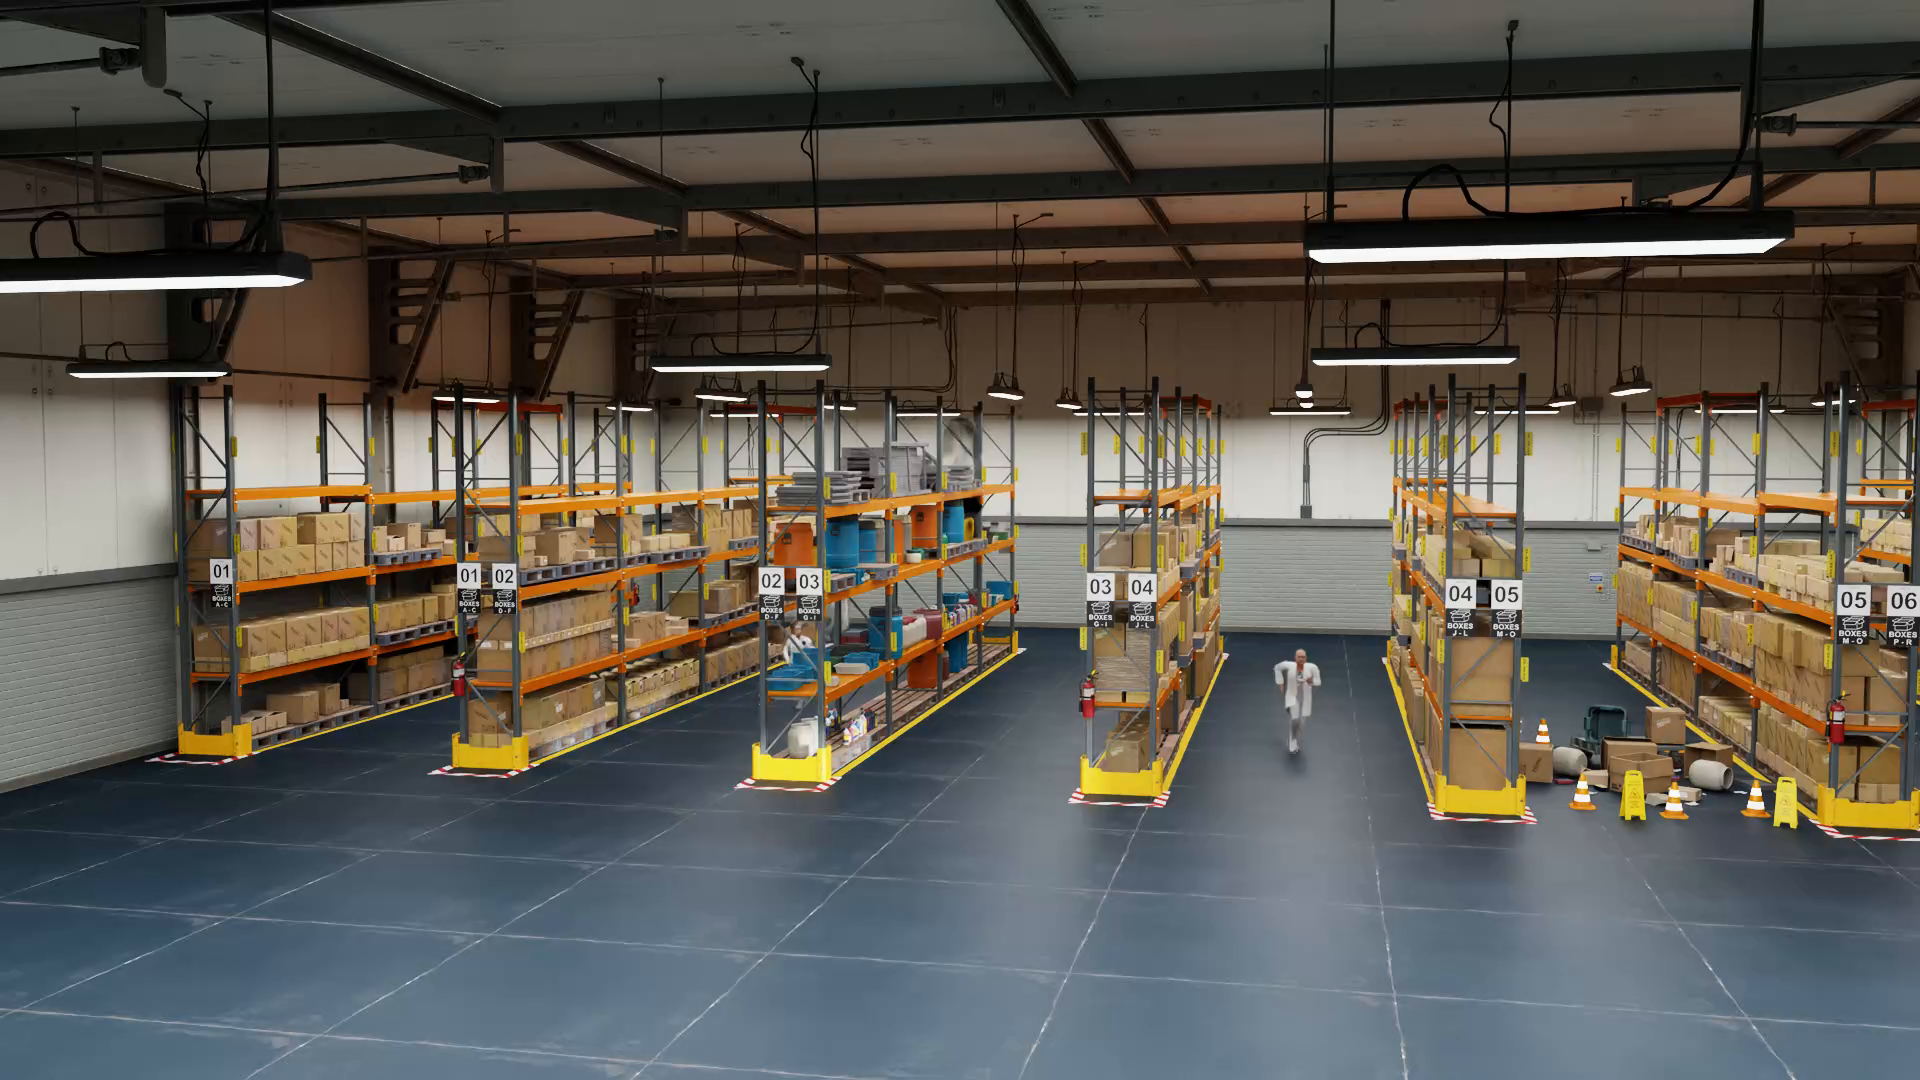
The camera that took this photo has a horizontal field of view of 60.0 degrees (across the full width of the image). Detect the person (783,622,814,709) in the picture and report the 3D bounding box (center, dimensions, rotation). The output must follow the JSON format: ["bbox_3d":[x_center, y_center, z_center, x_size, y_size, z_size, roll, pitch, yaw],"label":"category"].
[{"bbox_3d":[-3.098,2.395,31.905,0.628,1.657,0.532,0,3,6],"label":"person"}]

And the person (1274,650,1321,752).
[{"bbox_3d":[5.492,2.613,27.047,0.690,1.706,0.954,0,3,0],"label":"person"}]

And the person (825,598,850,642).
[{"bbox_3d":[-3.081,1.742,42.260,0.921,1.759,0.668,3,4,42],"label":"person"}]

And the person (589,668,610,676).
[{"bbox_3d":[-7.380,2.312,33.999,0.566,1.589,0.841,1,3,12],"label":"person"}]
